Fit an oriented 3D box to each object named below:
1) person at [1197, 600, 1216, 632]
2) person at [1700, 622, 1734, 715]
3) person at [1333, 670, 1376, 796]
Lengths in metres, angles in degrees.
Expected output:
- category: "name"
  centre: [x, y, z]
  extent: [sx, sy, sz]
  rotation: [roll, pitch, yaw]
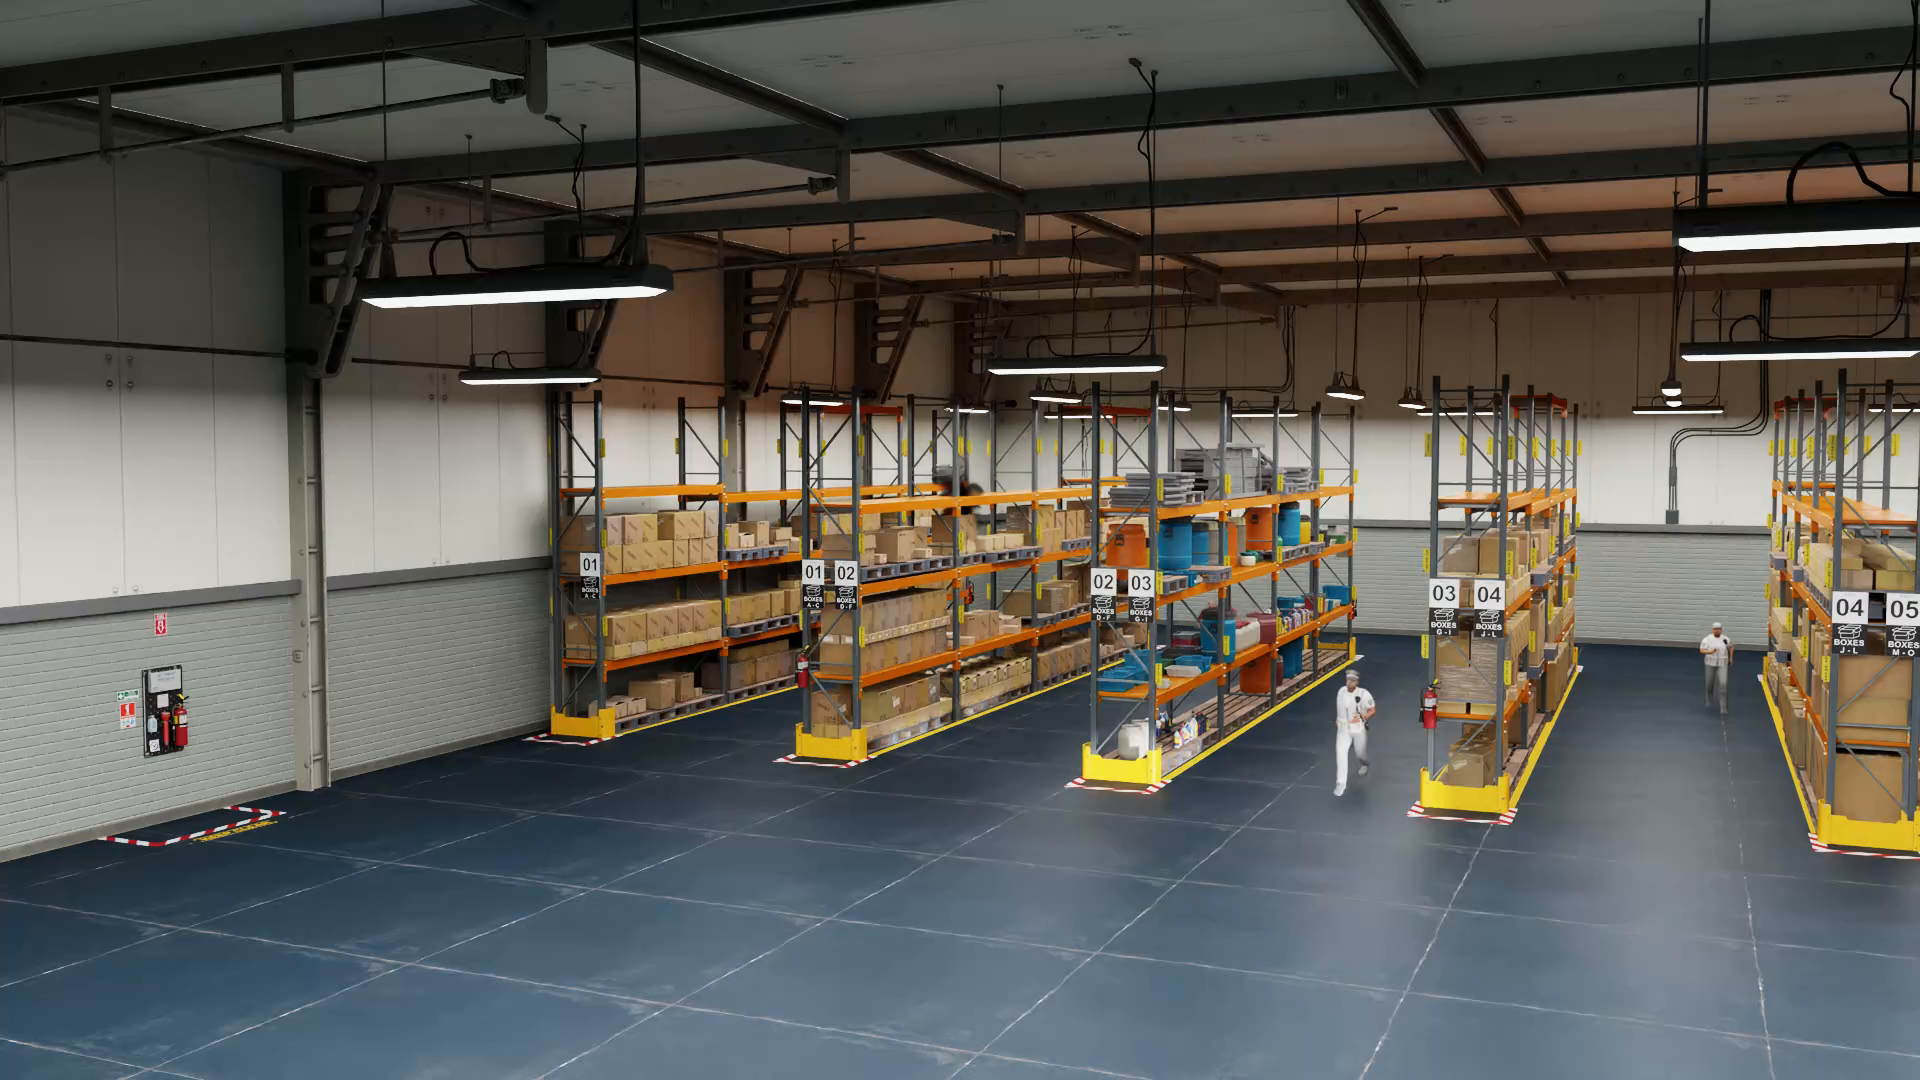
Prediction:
- category: "person"
  centre: [5.488, 2.165, 36.401]
  extent: [0.634, 1.731, 1.084]
  rotation: [1, 3, 24]
- category: "person"
  centre: [14.406, 2.419, 31.655]
  extent: [0.600, 1.708, 0.856]
  rotation: [1, 3, 21]
- category: "person"
  centre: [5.771, 2.786, 24.334]
  extent: [0.629, 1.803, 1.121]
  rotation: [2, 4, 27]
